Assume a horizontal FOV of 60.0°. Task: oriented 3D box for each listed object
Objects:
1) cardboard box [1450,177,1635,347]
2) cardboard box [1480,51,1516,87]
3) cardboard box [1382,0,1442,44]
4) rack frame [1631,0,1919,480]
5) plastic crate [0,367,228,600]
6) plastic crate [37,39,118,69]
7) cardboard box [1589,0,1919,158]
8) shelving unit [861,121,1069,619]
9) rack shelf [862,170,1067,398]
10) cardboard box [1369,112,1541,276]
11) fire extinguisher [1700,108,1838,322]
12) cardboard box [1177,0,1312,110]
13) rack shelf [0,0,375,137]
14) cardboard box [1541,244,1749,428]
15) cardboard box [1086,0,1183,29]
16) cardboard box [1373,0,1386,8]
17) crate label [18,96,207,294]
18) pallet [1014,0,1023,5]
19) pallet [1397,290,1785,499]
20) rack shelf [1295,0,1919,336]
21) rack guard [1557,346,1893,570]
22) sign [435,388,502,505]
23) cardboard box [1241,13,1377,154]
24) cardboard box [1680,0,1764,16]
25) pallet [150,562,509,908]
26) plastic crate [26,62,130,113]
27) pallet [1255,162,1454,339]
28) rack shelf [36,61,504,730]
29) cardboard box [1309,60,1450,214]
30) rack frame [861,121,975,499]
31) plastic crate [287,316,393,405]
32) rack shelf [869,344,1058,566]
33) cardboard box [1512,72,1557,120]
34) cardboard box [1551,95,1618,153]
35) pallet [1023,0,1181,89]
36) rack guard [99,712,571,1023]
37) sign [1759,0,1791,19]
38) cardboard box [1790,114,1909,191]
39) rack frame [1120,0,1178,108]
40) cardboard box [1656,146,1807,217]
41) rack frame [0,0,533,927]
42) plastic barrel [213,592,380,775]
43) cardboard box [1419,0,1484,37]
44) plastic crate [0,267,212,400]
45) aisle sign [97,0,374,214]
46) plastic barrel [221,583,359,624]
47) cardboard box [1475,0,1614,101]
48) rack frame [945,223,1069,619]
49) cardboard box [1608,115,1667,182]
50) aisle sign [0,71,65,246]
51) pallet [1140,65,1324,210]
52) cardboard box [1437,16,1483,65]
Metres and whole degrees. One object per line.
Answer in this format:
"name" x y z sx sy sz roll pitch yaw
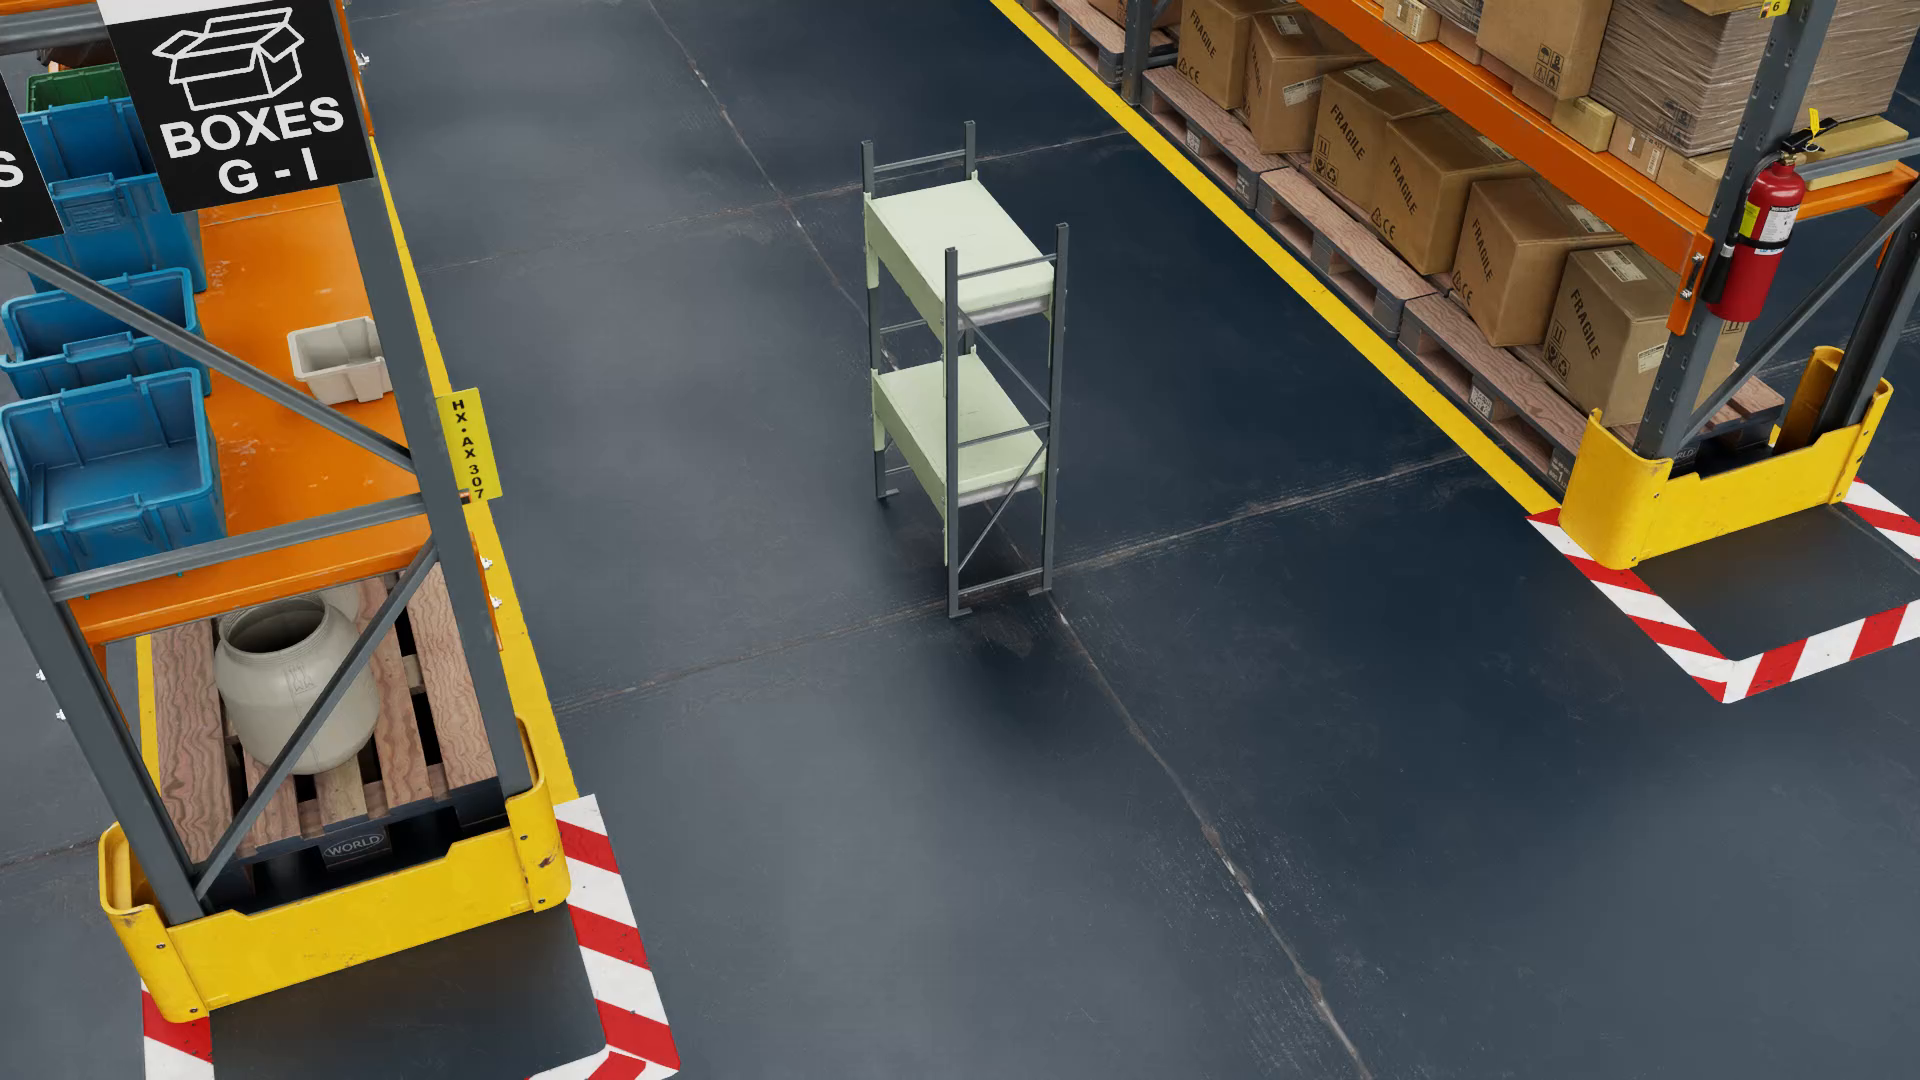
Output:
"cardboard box" 2.404 -1.161 6.894 0.500 0.500 0.500 -5 41 -6
"cardboard box" 2.211 -1.846 6.289 0.380 0.149 0.250 -15 43 -17
"cardboard box" 1.917 -2.120 6.607 0.380 0.149 0.250 -15 43 -17
"rack frame" 2.888 -1.217 5.365 1.000 3.000 0.127 -15 43 -17
"plastic crate" -2.156 -0.152 4.241 0.499 0.251 0.616 -15 43 -17
"plastic crate" -3.136 -2.021 6.347 0.767 0.338 0.504 -15 43 -17
"cardboard box" 2.703 -1.706 5.629 0.875 0.500 0.500 -15 43 -17
"shelving unit" 0.003 -0.565 5.756 0.431 1.500 0.755 -15 43 -17
"rack shelf" 0.003 -0.861 5.502 0.431 0.370 0.720 -15 43 -17
"cardboard box" 2.182 -1.543 7.338 0.500 0.500 0.500 -11 42 -13
"fire extinguisher" 2.506 -1.004 5.177 0.296 0.674 0.183 -15 43 -17
"cardboard box" 1.473 -2.588 8.554 0.500 0.500 0.500 -16 43 -18
"rack shelf" -2.453 -2.051 4.586 1.077 0.370 4.000 -15 43 -17
"cardboard box" 2.664 -0.809 6.486 0.500 0.500 0.500 -8 41 -9
"cardboard box" 1.142 -3.221 9.275 0.700 0.500 0.500 -18 44 -20
"cardboard box" 1.886 -2.288 6.802 0.380 0.149 0.250 -15 43 -17
"crate label" -2.642 -1.037 5.128 0.502 0.435 0.616 -15 43 -17
"pallet" 0.587 -3.774 10.477 1.003 0.211 1.213 -15 43 -17
"pallet" 2.581 -0.704 6.907 1.003 0.211 1.213 -15 43 -17
"rack shelf" 2.123 -2.150 7.001 1.077 0.370 4.000 -15 43 -17
"rack guard" 2.859 -0.315 6.233 1.175 0.500 0.348 -15 43 -17
"sign" -1.178 -0.221 3.995 0.100 0.325 0.005 -15 43 -17
"cardboard box" 1.700 -2.244 8.155 0.500 0.500 0.500 -3 41 -3
"cardboard box" 2.449 -2.017 5.223 0.500 0.500 0.500 -15 43 -17
"pallet" -2.067 0.551 5.448 1.003 0.211 1.213 -15 43 -17
"plastic crate" -2.960 -1.423 5.767 0.450 0.188 0.662 -15 43 -17
"pallet" 2.118 -1.438 7.760 1.003 0.211 1.213 -15 43 -17
"rack shelf" -2.453 -0.914 5.564 1.077 0.370 4.000 -15 43 -17
"cardboard box" 2.010 -1.890 7.742 0.500 0.500 0.500 -19 44 -21
"rack frame" -0.137 -0.785 6.013 0.400 1.500 0.023 -15 43 -17
"plastic crate" -1.733 -0.501 4.735 0.298 0.136 0.250 -15 43 -17
"rack shelf" 0.003 -0.317 5.969 0.431 0.370 0.720 -15 43 -17
"cardboard box" 2.268 -1.685 6.102 0.380 0.149 0.250 -15 43 -17
"cardboard box" 2.350 -1.531 5.922 0.380 0.149 0.250 -15 43 -17
"pallet" 1.058 -3.038 9.621 1.003 0.211 1.213 -15 43 -17
"rack guard" -1.761 0.932 4.783 1.175 0.500 0.348 -15 43 -17
"sign" 2.367 -1.650 4.738 0.100 0.325 0.005 -15 43 -17
"cardboard box" 2.999 -1.353 5.716 0.380 0.149 0.250 -15 43 -17
"rack frame" 1.357 -3.627 8.167 1.000 3.000 0.127 -15 43 -17
"cardboard box" 2.588 -1.242 5.587 0.380 0.149 0.250 -15 43 -17
"rack frame" -1.688 0.018 3.928 1.000 3.000 0.127 -15 43 -17
"plastic barrel" -2.011 0.425 5.041 0.421 0.512 0.421 0 41 0
"cardboard box" 2.249 -2.290 6.307 0.875 0.500 0.500 -15 43 -17
"plastic crate" -2.399 -0.545 4.697 0.499 0.251 0.408 -15 43 -17
"aisle sign" -1.390 -0.997 3.115 0.394 0.787 0.004 -15 43 -17
"plastic barrel" -2.202 0.123 5.393 0.421 0.512 0.421 0 41 0
"cardboard box" 2.401 -1.978 5.944 0.875 0.500 0.500 -15 43 -17
"rack frame" 0.143 -0.344 5.500 0.400 1.500 0.023 -15 43 -17
"cardboard box" 2.493 -1.393 5.762 0.380 0.149 0.250 -15 43 -17
"aisle sign" -1.935 -0.850 2.944 0.394 0.787 0.004 -15 43 -17
"pallet" 1.647 -2.174 8.616 1.003 0.211 1.213 -15 43 -17
"cardboard box" 2.095 -1.991 6.458 0.380 0.149 0.250 -15 43 -17
